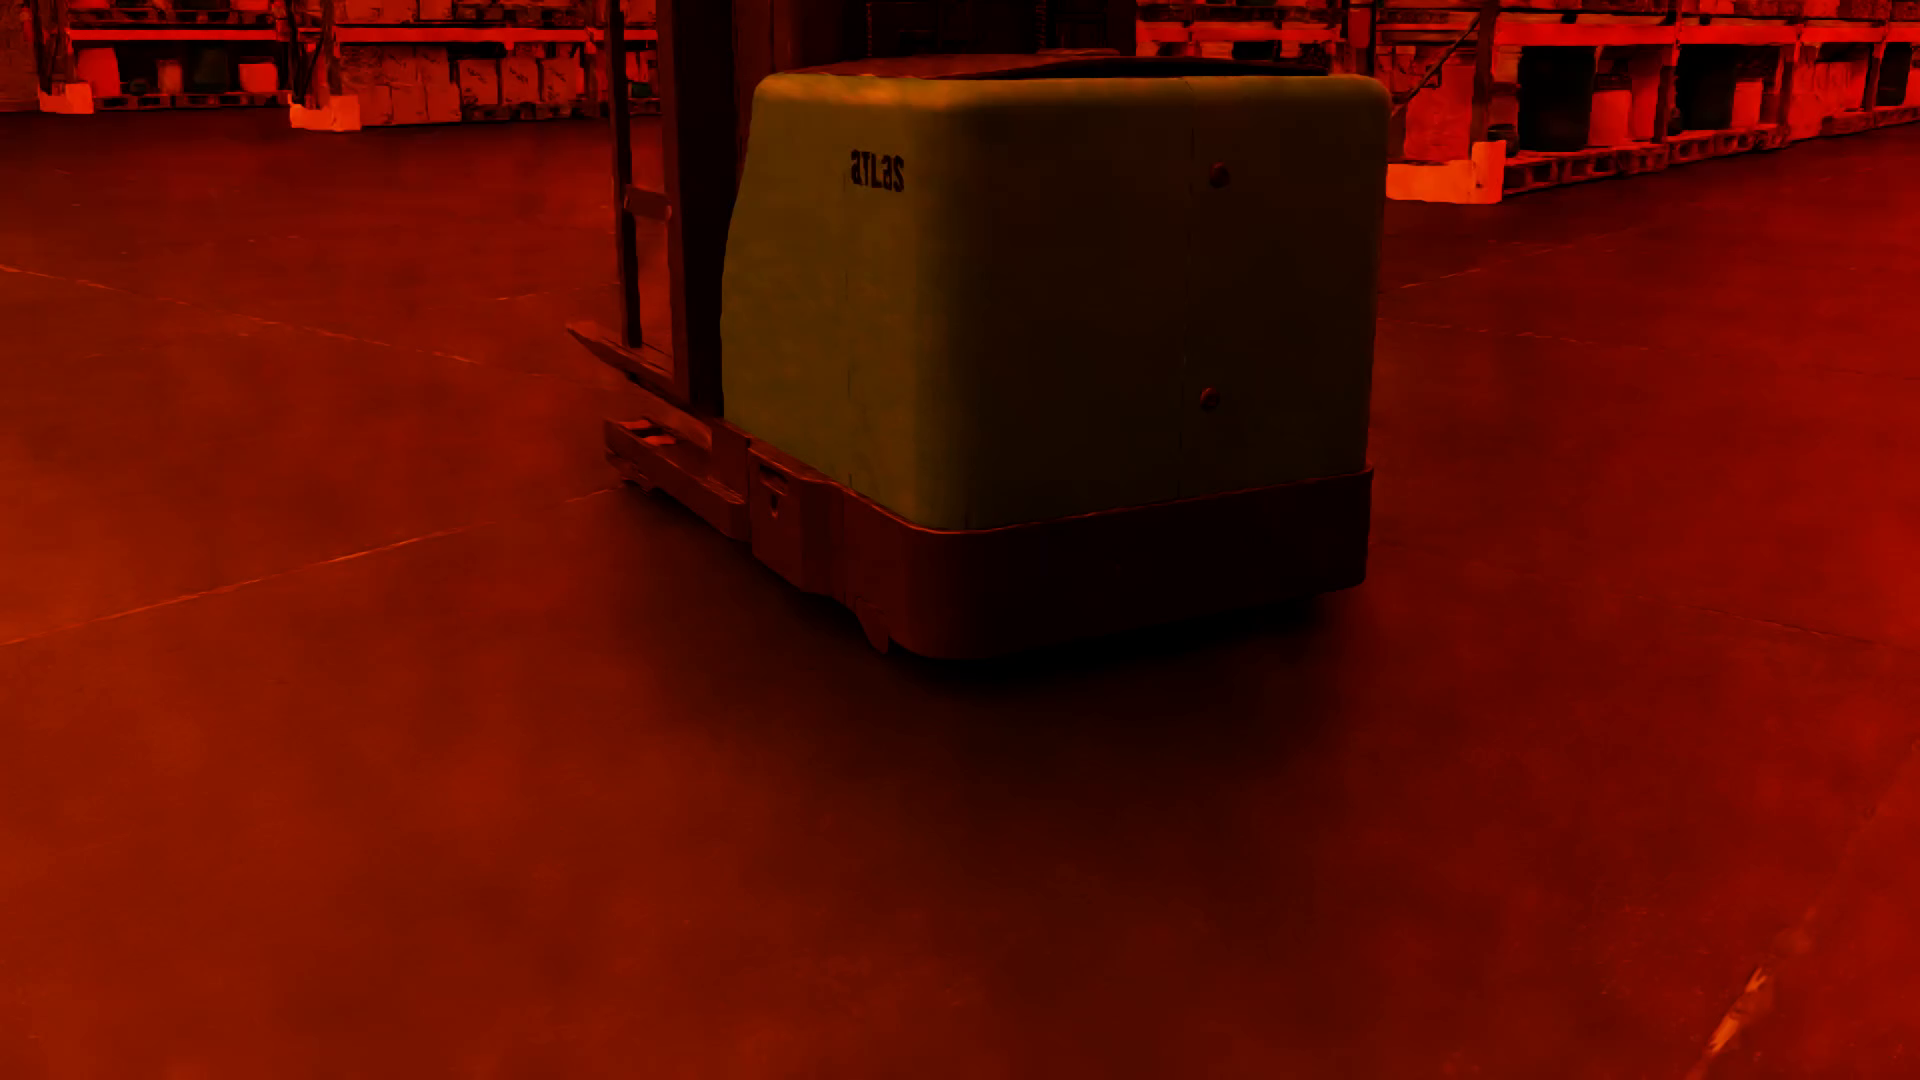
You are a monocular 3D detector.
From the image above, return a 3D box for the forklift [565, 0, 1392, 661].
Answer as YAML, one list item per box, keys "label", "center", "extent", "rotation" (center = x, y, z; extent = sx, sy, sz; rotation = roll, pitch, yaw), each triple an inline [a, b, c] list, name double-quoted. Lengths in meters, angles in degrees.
- label: "forklift"
  center: [-0.300, -1.565, 4.052]
  extent: [1.130, 2.935, 3.031]
  rotation: [-9, 19, -27]
